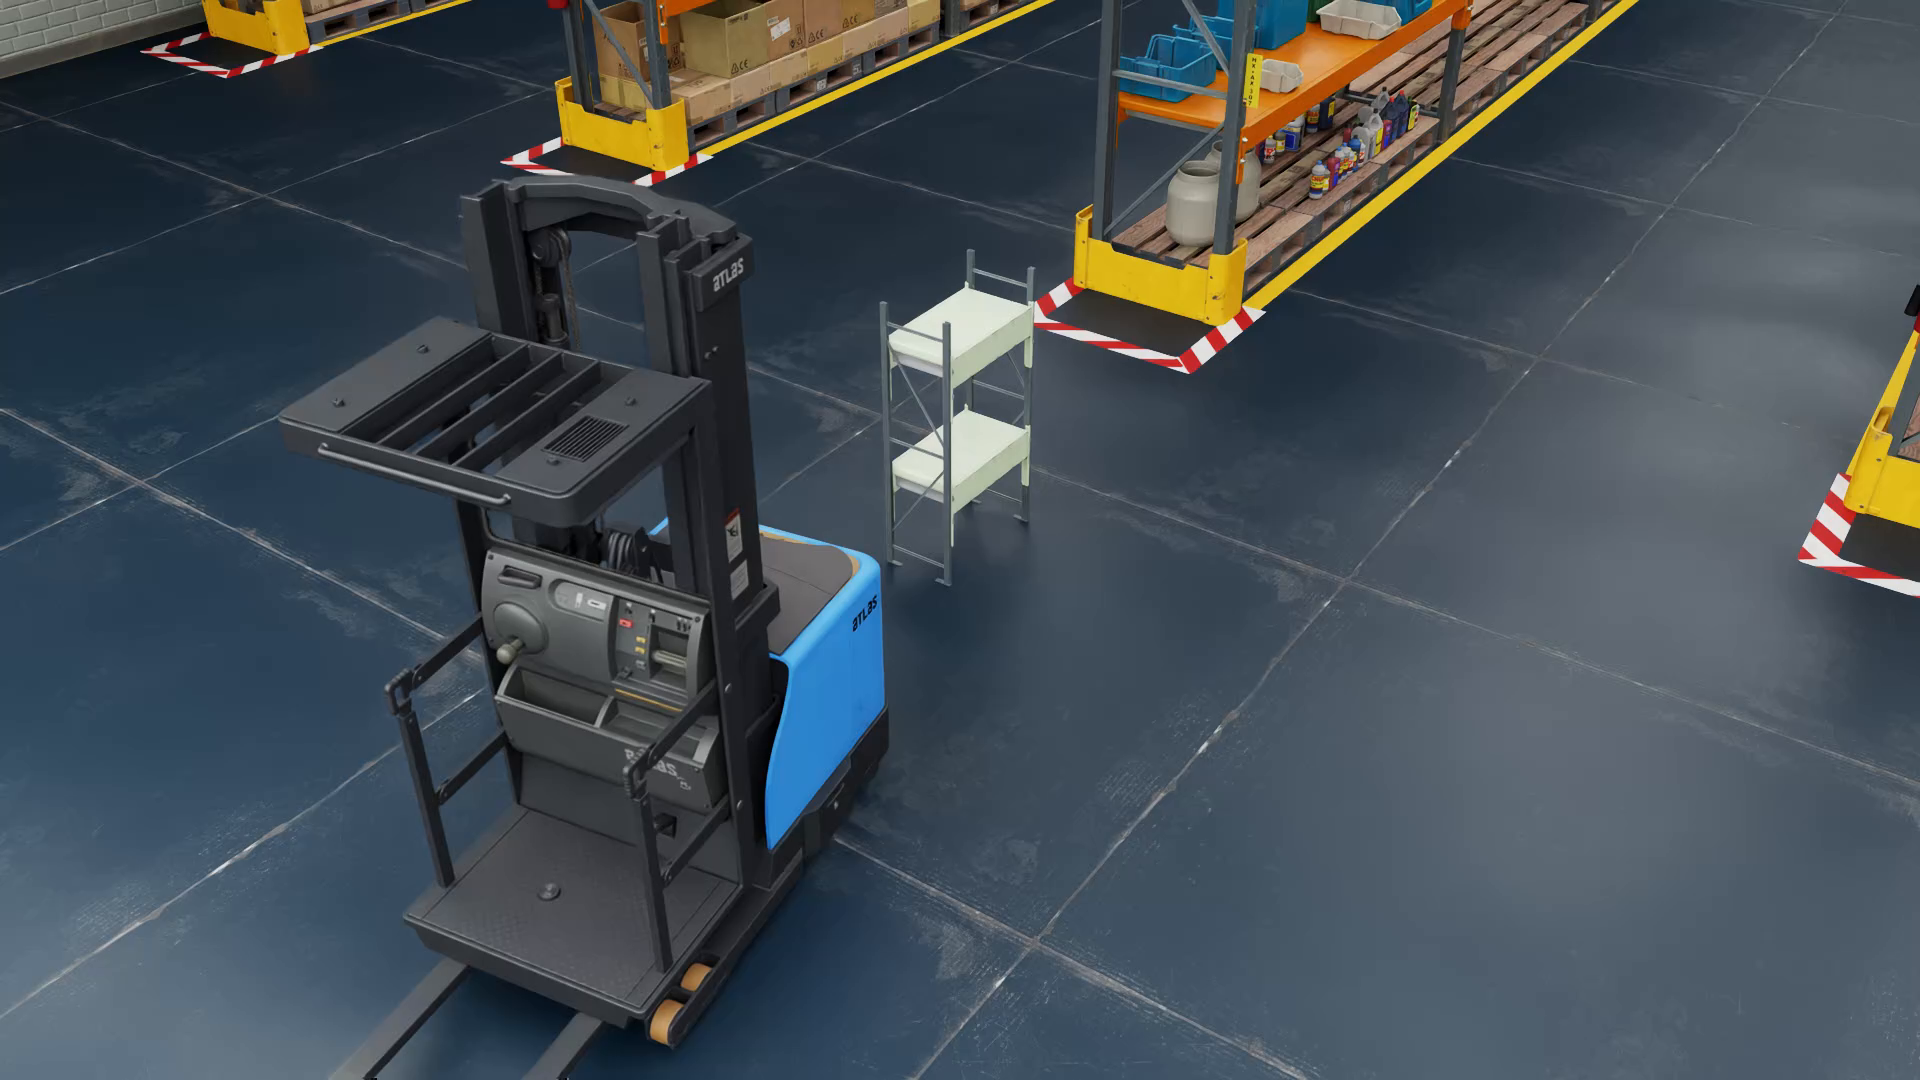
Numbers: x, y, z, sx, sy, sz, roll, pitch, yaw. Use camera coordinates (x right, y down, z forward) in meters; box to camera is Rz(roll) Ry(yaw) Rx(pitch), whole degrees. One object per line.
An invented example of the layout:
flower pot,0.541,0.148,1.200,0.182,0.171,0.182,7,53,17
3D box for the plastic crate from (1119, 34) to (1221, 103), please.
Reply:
plastic crate,1.375,-3.128,11.006,0.499,0.251,0.616,21,39,28

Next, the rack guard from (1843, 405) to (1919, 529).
rack guard,5.448,-0.281,8.895,1.175,0.500,0.348,21,39,28

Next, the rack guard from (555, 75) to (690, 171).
rack guard,-2.745,-3.401,13.509,1.175,0.500,0.348,21,39,28

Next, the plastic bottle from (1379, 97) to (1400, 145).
plastic bottle,3.377,-3.313,13.118,0.144,0.351,0.185,19,39,26

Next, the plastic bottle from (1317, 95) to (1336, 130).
plastic bottle,2.934,-3.504,13.402,0.144,0.351,0.185,21,39,28

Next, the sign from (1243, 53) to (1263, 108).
sign,1.785,-2.801,10.142,0.100,0.325,0.005,21,39,28

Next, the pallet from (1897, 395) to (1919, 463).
pallet,5.940,-0.524,9.512,1.003,0.211,1.213,21,39,28

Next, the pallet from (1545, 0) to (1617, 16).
pallet,6.312,-5.766,17.264,1.003,0.211,1.213,21,39,28

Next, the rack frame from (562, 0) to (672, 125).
rack frame,-2.731,-4.448,12.825,1.000,3.000,0.127,21,39,28

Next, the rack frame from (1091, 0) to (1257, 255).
rack frame,1.336,-2.864,10.483,1.000,3.000,0.127,21,39,28

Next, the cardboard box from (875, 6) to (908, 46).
cardboard box,-0.829,-4.813,15.445,0.500,0.250,0.500,21,39,28

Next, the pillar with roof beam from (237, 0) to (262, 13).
pillar with roof beam,-3.578,-7.737,12.333,9.100,9.000,0.400,21,39,28

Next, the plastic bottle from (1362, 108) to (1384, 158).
plastic bottle,3.192,-3.164,12.899,0.144,0.351,0.185,21,39,28

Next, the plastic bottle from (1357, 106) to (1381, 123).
plastic bottle,3.241,-3.317,13.192,0.152,0.276,0.135,21,39,28

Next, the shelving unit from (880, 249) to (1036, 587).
shelving unit,-0.004,-0.618,8.501,0.431,1.500,0.755,21,39,28

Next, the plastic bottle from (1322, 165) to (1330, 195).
plastic bottle,2.685,-2.669,12.300,0.097,0.201,0.097,0,34,0

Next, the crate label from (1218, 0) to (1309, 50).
crate label,2.163,-3.812,11.853,0.502,0.435,0.616,21,39,28

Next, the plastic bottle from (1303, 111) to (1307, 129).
plastic bottle,2.708,-3.464,13.342,0.144,0.351,0.185,20,39,26

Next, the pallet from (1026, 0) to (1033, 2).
pallet,0.632,-6.049,17.681,1.003,0.211,1.213,21,39,28

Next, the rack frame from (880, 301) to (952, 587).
rack frame,-0.212,-0.450,8.252,0.400,1.500,0.023,21,39,28

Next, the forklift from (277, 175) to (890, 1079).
forklift,-1.400,0.375,5.754,1.130,2.935,3.031,15,37,21

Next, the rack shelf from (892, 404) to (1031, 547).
rack shelf,-0.004,-0.348,8.684,0.431,0.370,0.720,21,39,28

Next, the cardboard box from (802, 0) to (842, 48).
cardboard box,-1.385,-4.658,14.547,0.500,0.500,0.500,21,39,28

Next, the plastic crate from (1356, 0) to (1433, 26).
plastic crate,3.208,-4.047,12.365,0.499,0.251,0.616,21,39,28

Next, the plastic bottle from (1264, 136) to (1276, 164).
plastic bottle,2.381,-3.012,12.807,0.097,0.201,0.097,0,34,0

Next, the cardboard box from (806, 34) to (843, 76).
cardboard box,-1.386,-4.348,14.757,0.500,0.250,0.500,21,39,28

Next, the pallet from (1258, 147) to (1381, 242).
pallet,2.504,-2.690,12.715,1.003,0.211,1.213,21,39,28

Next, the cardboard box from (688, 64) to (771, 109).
cardboard box,-1.961,-3.890,14.079,0.500,0.250,0.500,21,39,28

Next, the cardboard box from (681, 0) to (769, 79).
cardboard box,-1.959,-4.200,13.868,0.500,0.500,0.500,21,39,28

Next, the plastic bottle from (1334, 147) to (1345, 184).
plastic bottle,2.821,-2.808,12.443,0.097,0.271,0.097,0,34,0

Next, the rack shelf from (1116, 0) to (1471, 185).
rack shelf,2.476,-3.486,12.045,1.077,0.370,4.000,21,39,28

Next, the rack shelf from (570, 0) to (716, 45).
rack shelf,-1.591,-5.070,14.387,1.077,0.370,4.000,21,39,28

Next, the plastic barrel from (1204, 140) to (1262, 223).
plastic barrel,1.934,-2.565,11.887,0.421,0.512,0.421,0,34,0

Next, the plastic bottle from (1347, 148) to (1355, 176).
plastic bottle,2.934,-2.871,12.599,0.097,0.201,0.097,0,34,0

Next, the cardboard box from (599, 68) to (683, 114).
cardboard box,-2.668,-3.824,13.982,0.500,0.250,0.500,21,39,28

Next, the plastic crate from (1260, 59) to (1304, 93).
plastic crate,2.110,-3.064,11.013,0.298,0.136,0.250,21,39,28

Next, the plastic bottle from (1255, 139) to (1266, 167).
plastic bottle,2.277,-2.979,12.686,0.061,0.283,0.133,21,39,28

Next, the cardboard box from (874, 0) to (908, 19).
cardboard box,-0.830,-5.124,15.236,0.500,0.500,0.500,21,39,28

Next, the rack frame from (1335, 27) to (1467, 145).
rack frame,3.616,-4.704,13.205,1.000,3.000,0.127,21,39,28

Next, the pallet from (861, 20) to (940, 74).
pallet,-0.939,-4.781,15.806,1.003,0.211,1.213,21,39,28

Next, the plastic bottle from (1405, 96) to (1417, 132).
plastic bottle,3.613,-3.435,13.359,0.061,0.283,0.133,23,41,30

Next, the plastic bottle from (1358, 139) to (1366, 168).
plastic bottle,3.052,-2.966,12.738,0.097,0.201,0.097,0,34,0

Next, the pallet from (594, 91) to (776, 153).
pallet,-2.330,-3.658,14.146,1.003,0.211,1.213,21,39,28

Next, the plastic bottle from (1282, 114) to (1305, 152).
plastic bottle,2.601,-3.201,13.020,0.152,0.276,0.135,21,39,28

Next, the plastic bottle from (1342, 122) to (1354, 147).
plastic bottle,3.009,-3.096,12.859,0.061,0.283,0.133,21,39,28

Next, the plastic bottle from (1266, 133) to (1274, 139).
plastic bottle,2.359,-3.182,12.926,0.144,0.351,0.185,23,40,30

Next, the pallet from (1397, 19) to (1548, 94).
pallet,4.727,-4.487,15.372,1.003,0.211,1.213,21,39,28

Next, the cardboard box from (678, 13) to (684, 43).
cardboard box,-2.112,-4.600,14.460,0.500,0.500,0.500,21,39,28

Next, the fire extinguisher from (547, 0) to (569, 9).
fire extinguisher,-3.180,-4.509,12.985,0.296,0.674,0.183,21,39,28
